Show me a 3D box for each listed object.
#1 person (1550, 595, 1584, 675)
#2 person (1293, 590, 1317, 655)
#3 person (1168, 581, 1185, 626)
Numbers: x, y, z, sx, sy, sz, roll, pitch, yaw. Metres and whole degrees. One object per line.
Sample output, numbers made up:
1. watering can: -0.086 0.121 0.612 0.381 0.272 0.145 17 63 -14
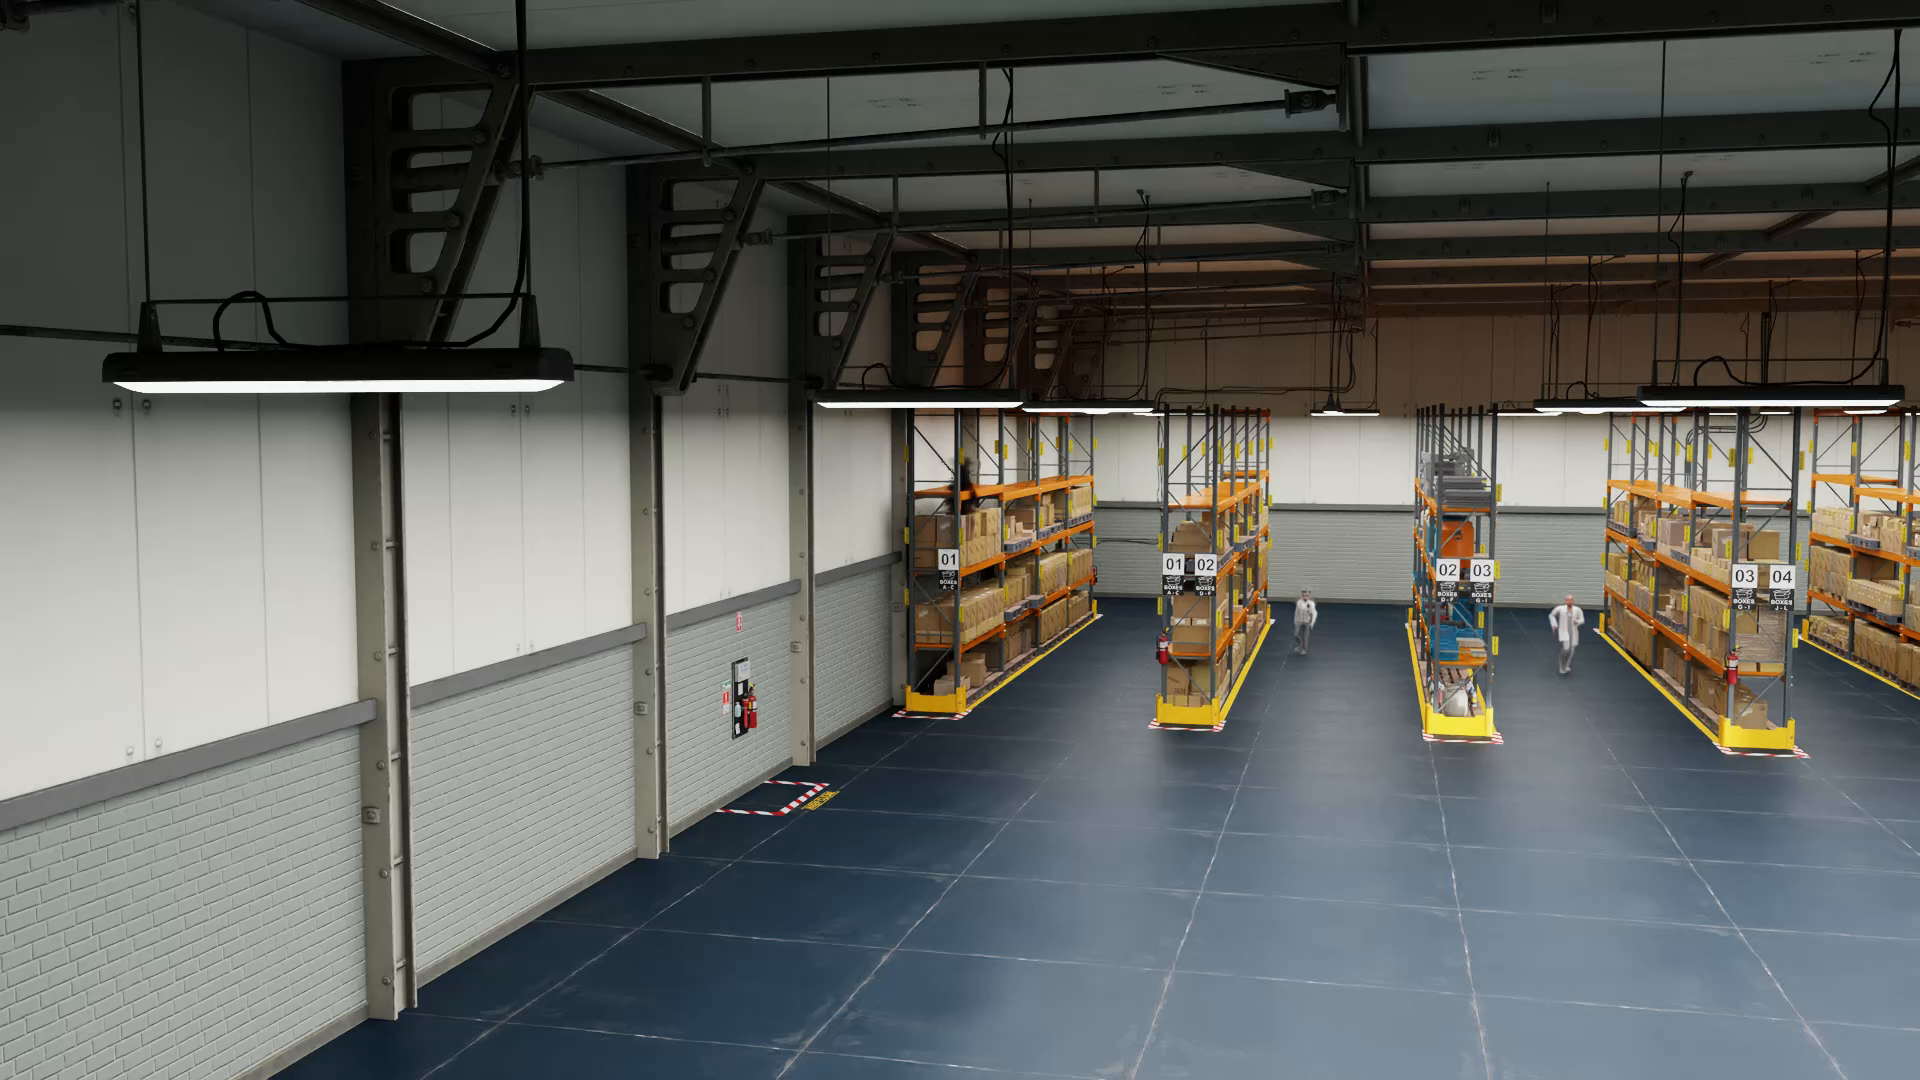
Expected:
1. person: 13.633 2.128 37.261 0.664 1.791 0.766 0 4 2
2. person: 8.321 1.991 40.157 0.620 1.614 0.611 2 4 22
3. person: 5.689 1.695 43.277 0.674 1.789 0.726 1 4 8
